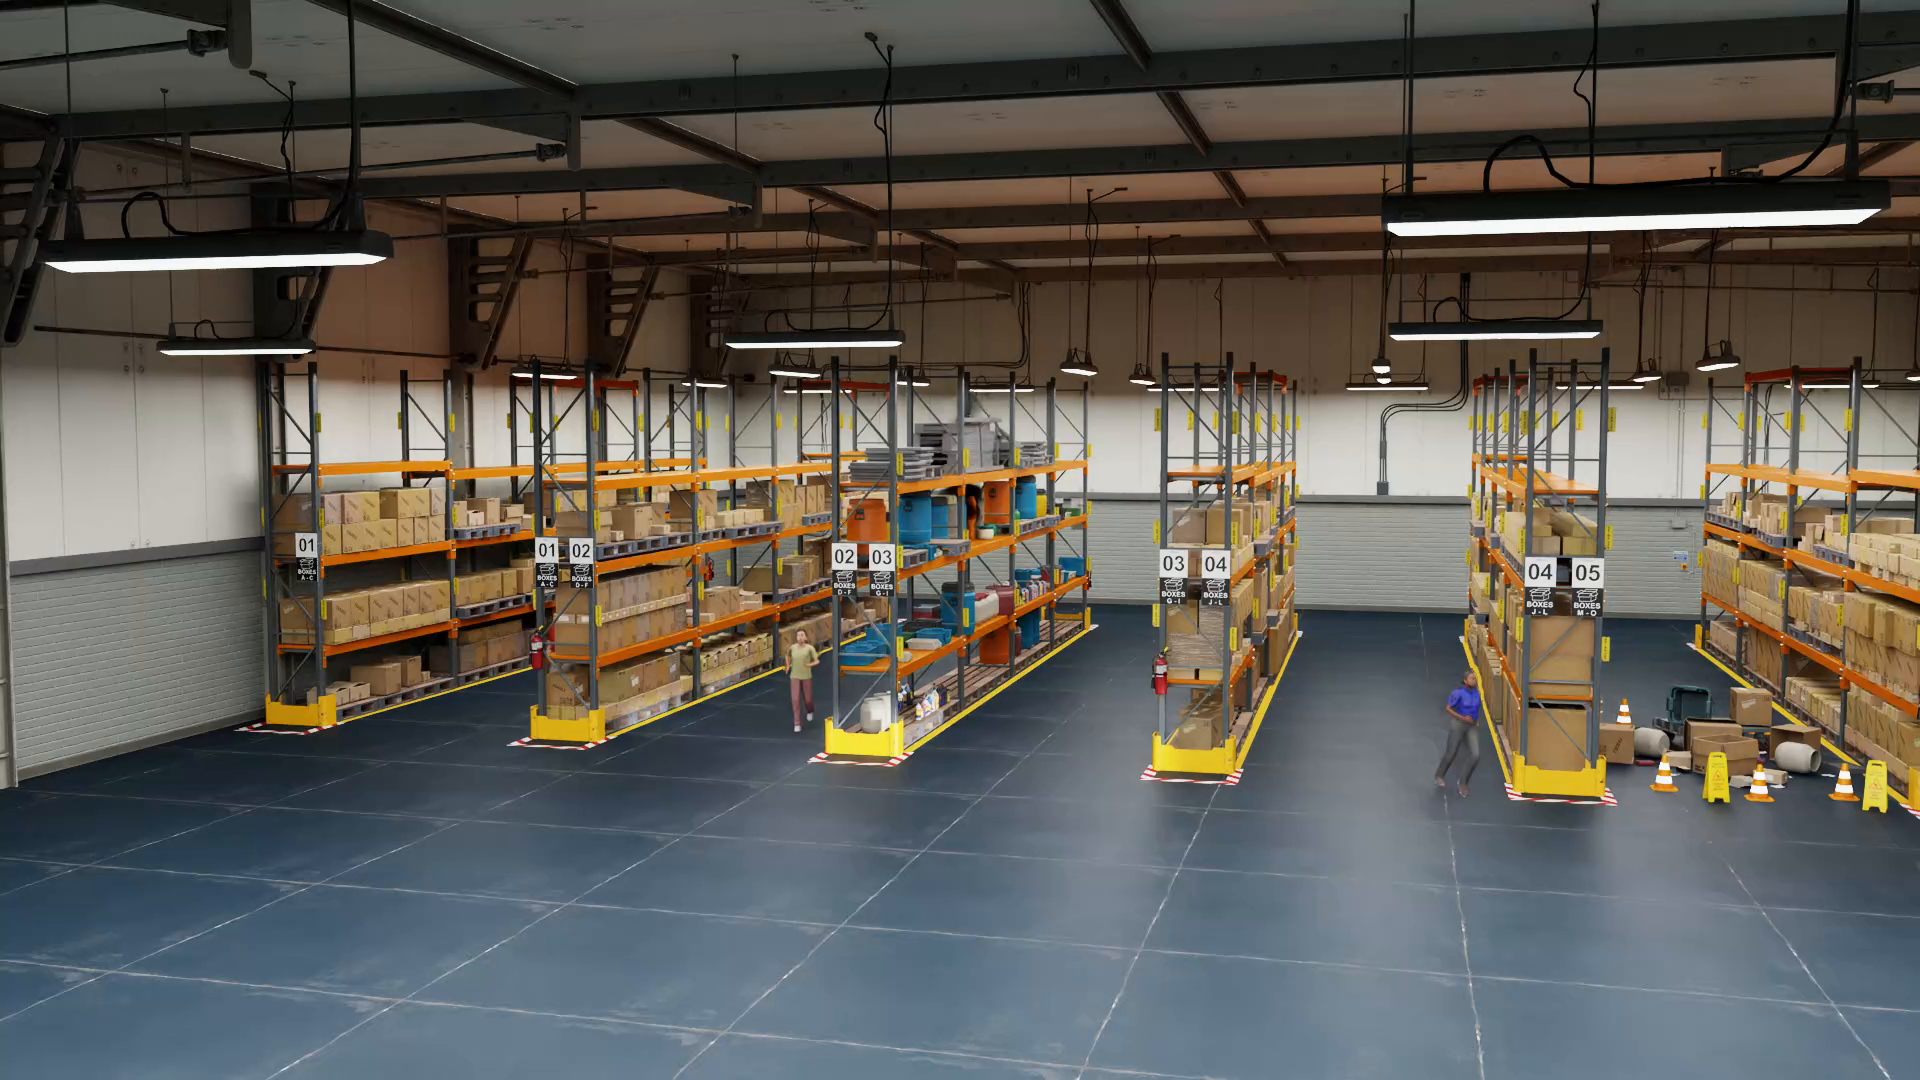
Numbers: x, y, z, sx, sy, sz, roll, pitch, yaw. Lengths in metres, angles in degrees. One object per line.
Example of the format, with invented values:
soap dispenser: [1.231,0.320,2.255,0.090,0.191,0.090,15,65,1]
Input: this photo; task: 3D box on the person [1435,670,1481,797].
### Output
person: [6.839,2.602,22.580,0.612,1.678,0.685,-1,4,-15]

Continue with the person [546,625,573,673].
person: [-7.032,2.102,29.407,0.663,1.669,0.600,0,4,3]

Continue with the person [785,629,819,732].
person: [-2.587,2.264,27.122,0.589,1.643,0.845,0,4,4]
